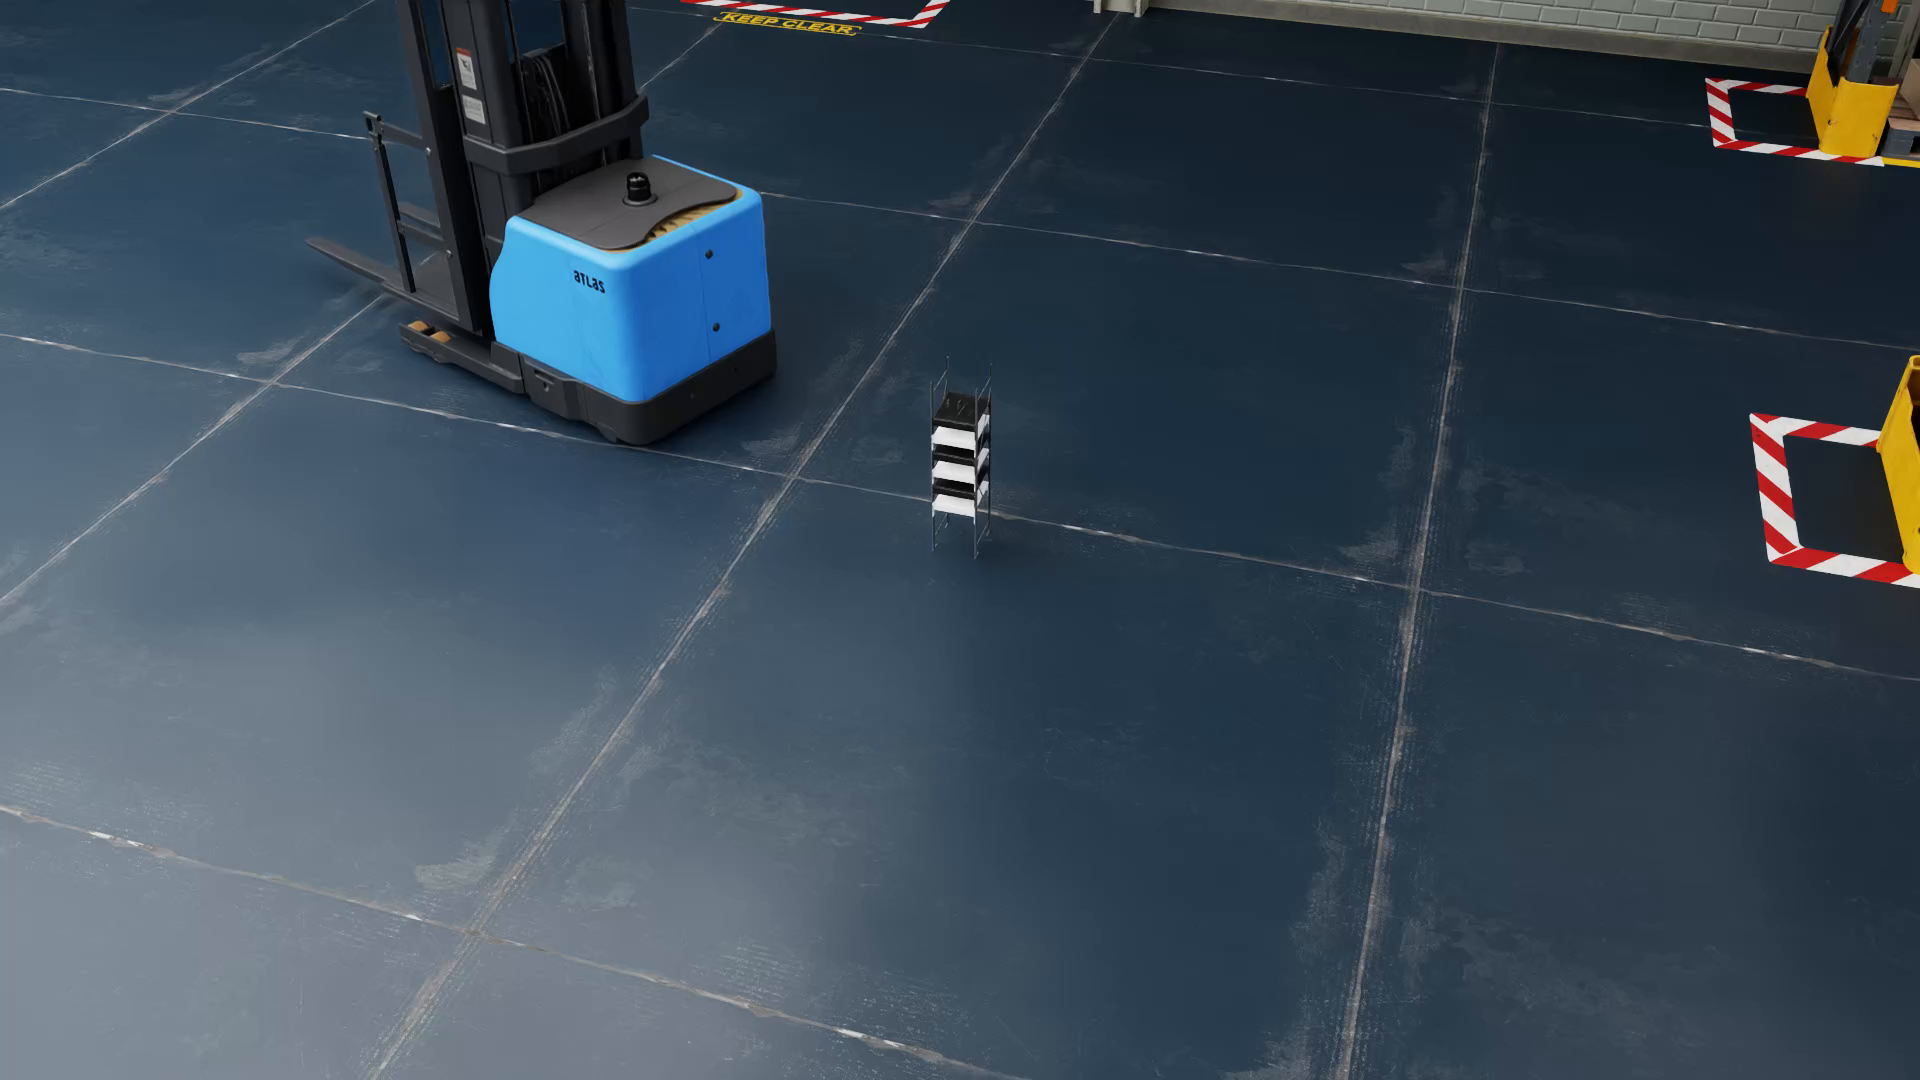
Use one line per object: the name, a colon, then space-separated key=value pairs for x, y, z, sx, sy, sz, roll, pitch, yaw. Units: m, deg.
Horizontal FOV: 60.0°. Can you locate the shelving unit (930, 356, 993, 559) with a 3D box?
shelving unit: x=0.008 y=-0.361 z=7.481 sx=0.210 sy=0.900 sz=0.258 roll=10 pitch=38 yaw=14

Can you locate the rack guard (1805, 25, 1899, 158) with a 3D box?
rack guard: x=6.202 y=-3.136 z=11.590 sx=0.348 sy=0.500 sz=1.175 roll=10 pitch=38 yaw=14

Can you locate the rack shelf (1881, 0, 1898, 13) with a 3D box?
rack shelf: x=8.039 y=-3.513 z=10.600 sx=4.000 sy=0.370 sz=1.077 roll=10 pitch=38 yaw=14

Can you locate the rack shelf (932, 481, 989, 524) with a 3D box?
rack shelf: x=0.008 y=-0.189 z=7.608 sx=0.200 sy=0.077 sz=0.258 roll=10 pitch=38 yaw=14

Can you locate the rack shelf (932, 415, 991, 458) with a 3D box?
rack shelf: x=0.008 y=-0.479 z=7.394 sx=0.200 sy=0.077 sz=0.258 roll=10 pitch=38 yaw=14

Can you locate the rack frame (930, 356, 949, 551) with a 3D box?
rack frame: x=-0.089 y=-0.379 z=7.506 sx=0.006 sy=0.900 sz=0.240 roll=10 pitch=38 yaw=14

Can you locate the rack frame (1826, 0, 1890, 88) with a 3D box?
rack frame: x=6.130 y=-4.157 z=10.867 sx=0.127 sy=3.000 sz=1.000 roll=10 pitch=38 yaw=14

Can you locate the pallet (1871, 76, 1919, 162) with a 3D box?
pallet: x=6.967 y=-2.857 z=11.453 sx=1.213 sy=0.211 sz=1.003 roll=10 pitch=38 yaw=14

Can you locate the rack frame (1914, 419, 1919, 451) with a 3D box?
rack frame: x=4.656 y=-1.353 z=7.058 sx=0.127 sy=3.000 sz=1.000 roll=10 pitch=38 yaw=14

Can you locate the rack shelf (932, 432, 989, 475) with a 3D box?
rack shelf: x=0.008 y=-0.407 z=7.448 sx=0.200 sy=0.077 sz=0.258 roll=10 pitch=38 yaw=14

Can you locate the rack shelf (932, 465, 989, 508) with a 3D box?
rack shelf: x=0.008 y=-0.262 z=7.554 sx=0.200 sy=0.077 sz=0.258 roll=10 pitch=38 yaw=14

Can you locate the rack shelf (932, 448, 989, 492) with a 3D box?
rack shelf: x=0.008 y=-0.334 z=7.501 sx=0.200 sy=0.077 sz=0.258 roll=10 pitch=38 yaw=14

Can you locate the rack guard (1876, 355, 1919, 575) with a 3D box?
rack guard: x=4.633 y=-0.351 z=7.805 sx=0.348 sy=0.500 sz=1.175 roll=10 pitch=38 yaw=14

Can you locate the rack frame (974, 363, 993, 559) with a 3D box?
rack frame: x=0.105 y=-0.343 z=7.457 sx=0.006 sy=0.900 sz=0.240 roll=10 pitch=38 yaw=14

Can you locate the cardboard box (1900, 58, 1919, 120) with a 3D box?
cardboard box: x=6.763 y=-3.078 z=11.298 sx=0.500 sy=0.311 sz=0.500 roll=6 pitch=37 yaw=9

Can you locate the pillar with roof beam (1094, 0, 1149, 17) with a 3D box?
pillar with roof beam: x=0.045 y=-5.563 z=7.717 sx=0.400 sy=9.000 sz=9.100 roll=10 pitch=38 yaw=14

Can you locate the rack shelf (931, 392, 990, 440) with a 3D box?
rack shelf: x=0.008 y=-0.552 z=7.341 sx=0.200 sy=0.077 sz=0.258 roll=10 pitch=38 yaw=14

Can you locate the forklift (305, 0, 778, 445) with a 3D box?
forklift: x=-2.450 y=-2.367 z=8.494 sx=3.031 sy=2.935 sz=1.130 roll=25 pitch=43 yaw=30

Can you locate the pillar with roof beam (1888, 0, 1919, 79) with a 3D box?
pillar with roof beam: x=5.772 y=-4.503 z=6.276 sx=0.400 sy=9.000 sz=9.100 roll=10 pitch=38 yaw=14
